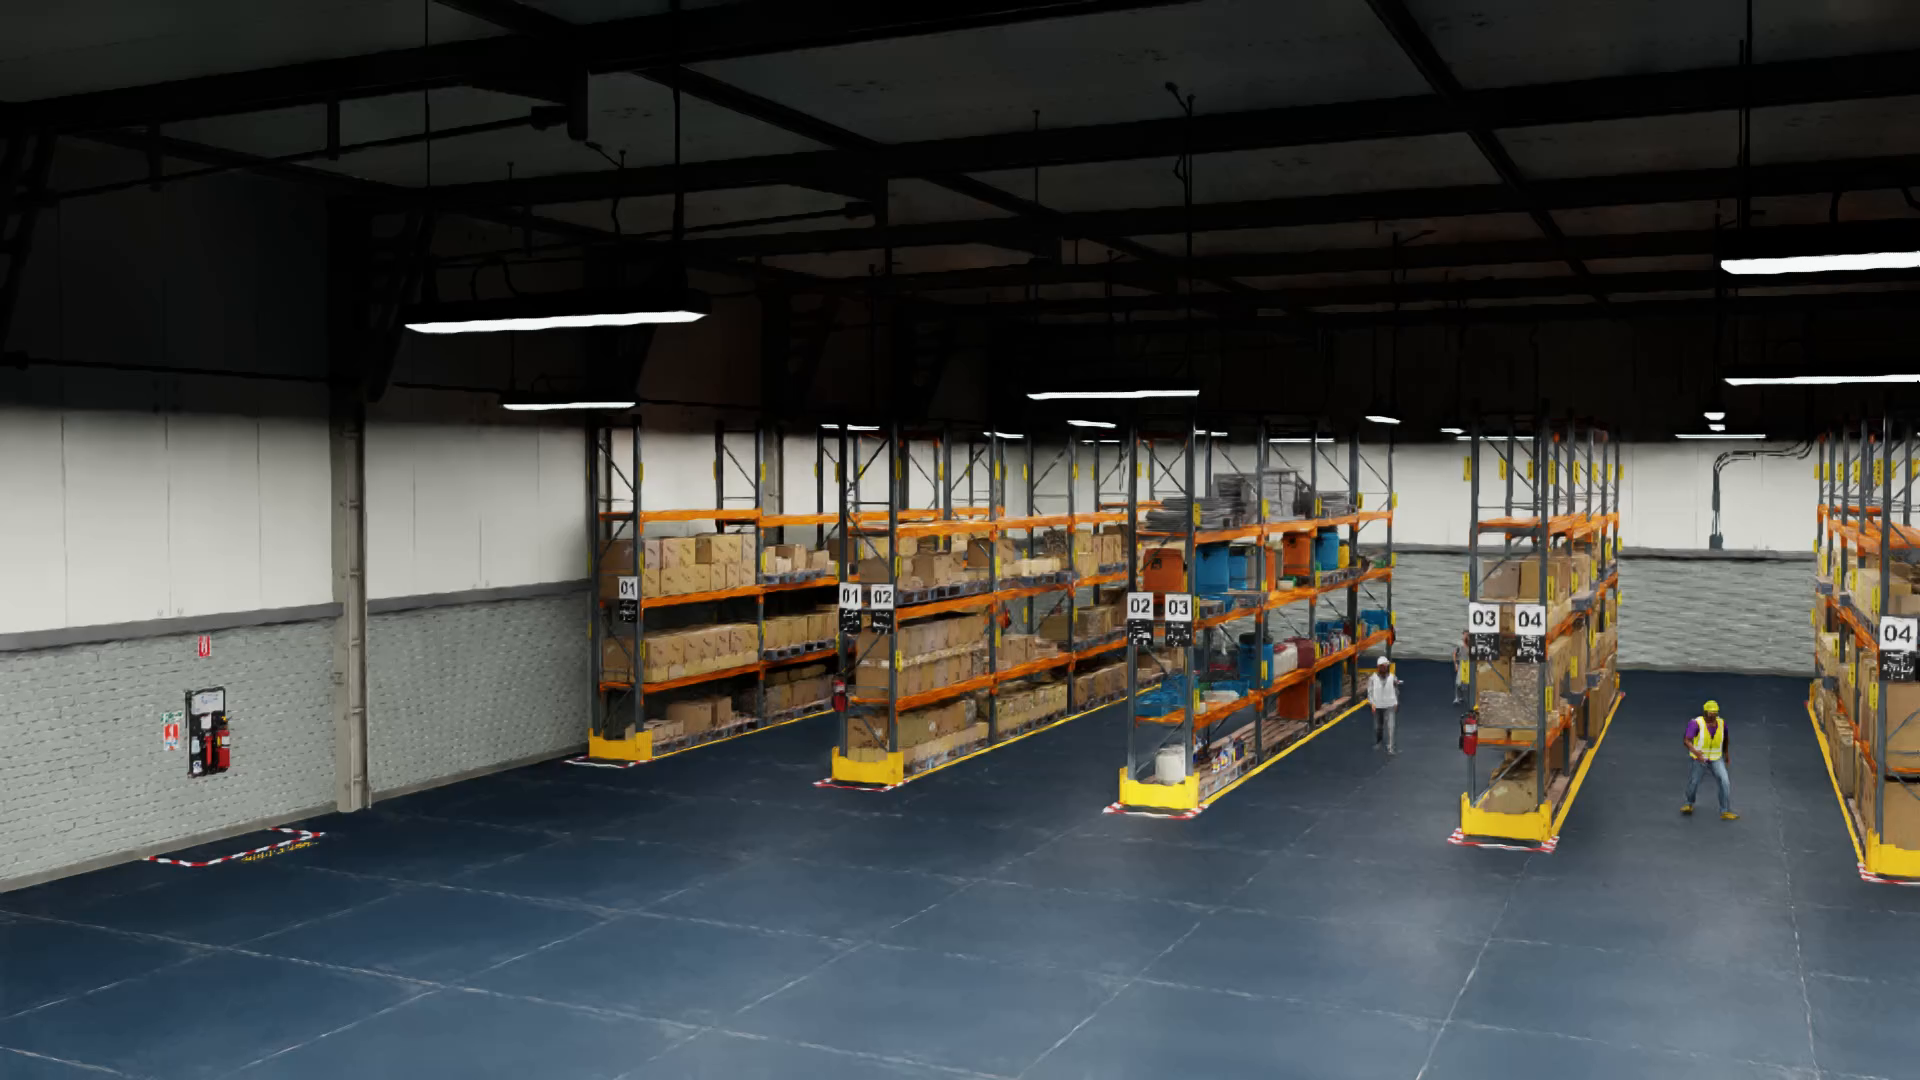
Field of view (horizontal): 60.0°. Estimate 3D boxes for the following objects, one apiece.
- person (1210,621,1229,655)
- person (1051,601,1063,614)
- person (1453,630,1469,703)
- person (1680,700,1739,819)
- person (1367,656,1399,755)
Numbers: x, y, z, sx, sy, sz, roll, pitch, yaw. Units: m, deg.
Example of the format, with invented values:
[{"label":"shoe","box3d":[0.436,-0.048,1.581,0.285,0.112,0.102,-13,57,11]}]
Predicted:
[{"label":"person","box3d":[6.962,2.277,45.258,0.700,1.718,0.849,0,2,8]},{"label":"person","box3d":[2.538,2.392,42.093,0.600,1.699,0.969,1,3,24]},{"label":"person","box3d":[10.889,2.713,35.747,0.580,1.585,0.507,1,3,22]},{"label":"person","box3d":[10.838,3.153,24.122,0.710,1.702,0.836,0,2,9]},{"label":"person","box3d":[7.504,2.921,29.519,0.538,1.715,1.029,1,2,16]}]
